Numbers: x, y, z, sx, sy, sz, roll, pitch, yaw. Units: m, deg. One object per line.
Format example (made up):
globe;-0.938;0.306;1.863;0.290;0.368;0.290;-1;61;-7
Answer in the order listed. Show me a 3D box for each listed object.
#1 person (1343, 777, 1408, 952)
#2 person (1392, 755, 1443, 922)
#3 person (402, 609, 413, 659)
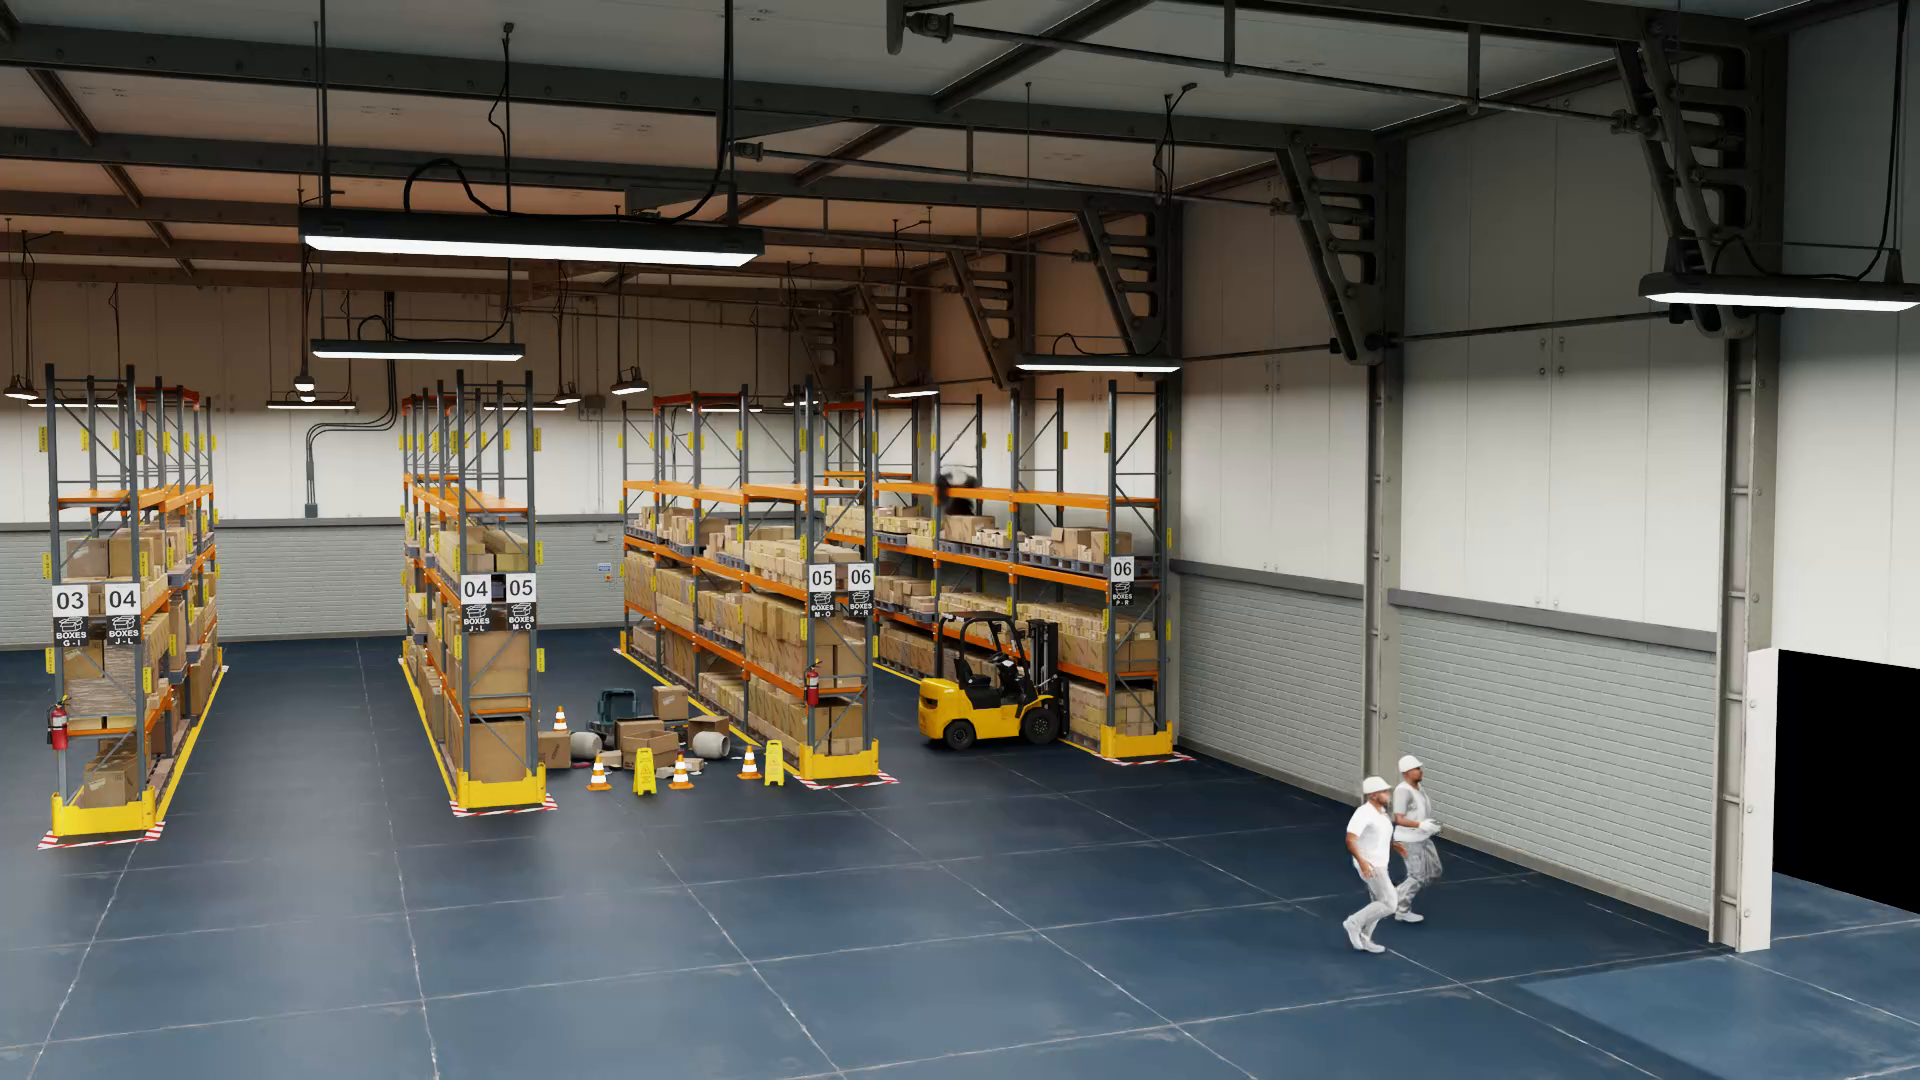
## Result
person;4.081;3.180;16.323;0.573;1.730;0.710;1;4;24
person;4.768;3.111;17.304;0.591;1.737;0.670;2;4;33
person;-12.617;1.917;38.847;0.869;1.687;0.601;-1;4;-24
